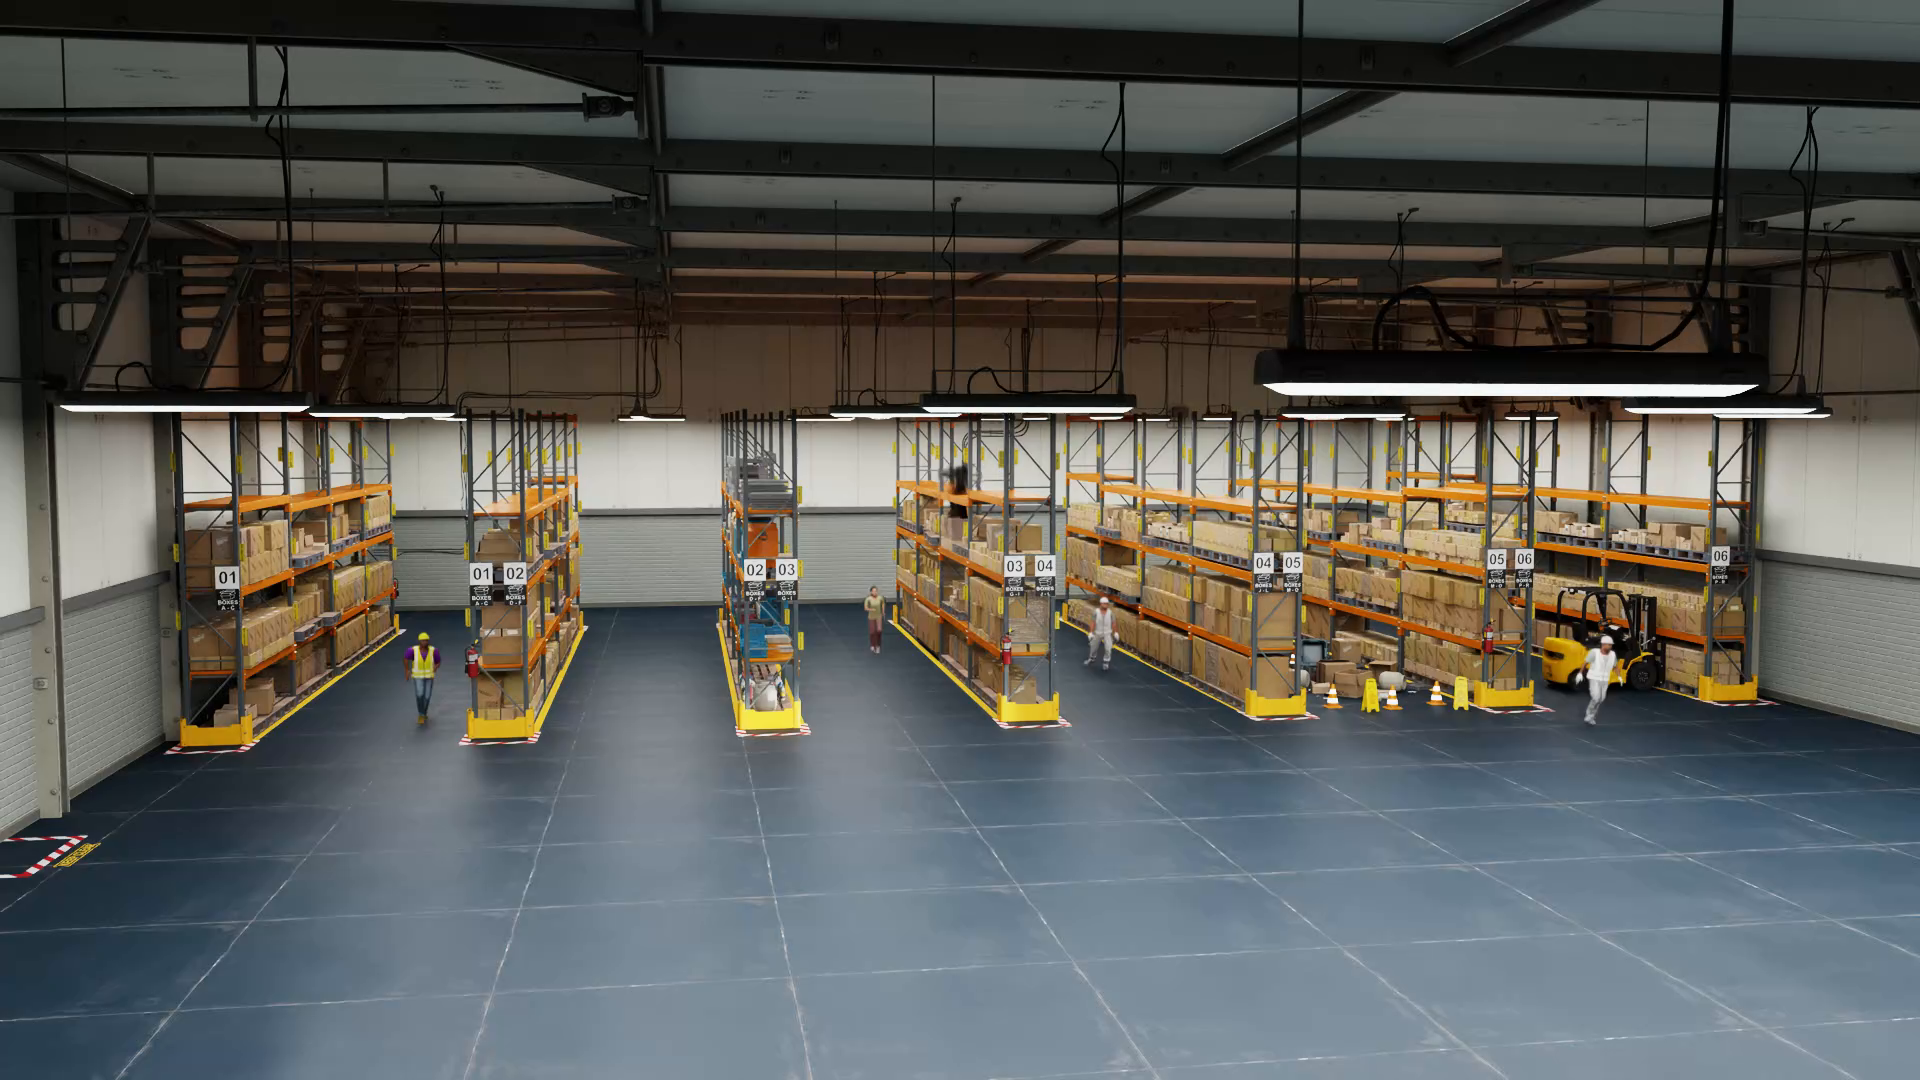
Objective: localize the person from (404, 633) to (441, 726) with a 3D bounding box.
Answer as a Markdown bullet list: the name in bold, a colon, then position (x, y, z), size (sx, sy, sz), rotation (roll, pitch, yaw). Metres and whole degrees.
- **person**: position (-10.254, 2.650, 31.766), size (0.645, 1.777, 0.824), rotation (-2, 5, -28)

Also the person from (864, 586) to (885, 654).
- **person**: position (-2.132, 1.992, 41.580), size (0.529, 1.691, 0.780), rotation (-1, 4, -8)

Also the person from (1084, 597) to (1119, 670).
- **person**: position (3.299, 2.162, 38.731), size (0.812, 1.709, 0.696), rotation (0, 4, 3)

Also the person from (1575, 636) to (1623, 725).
- **person**: position (12.110, 2.658, 31.458), size (0.673, 1.726, 0.714), rotation (-1, 4, -15)
